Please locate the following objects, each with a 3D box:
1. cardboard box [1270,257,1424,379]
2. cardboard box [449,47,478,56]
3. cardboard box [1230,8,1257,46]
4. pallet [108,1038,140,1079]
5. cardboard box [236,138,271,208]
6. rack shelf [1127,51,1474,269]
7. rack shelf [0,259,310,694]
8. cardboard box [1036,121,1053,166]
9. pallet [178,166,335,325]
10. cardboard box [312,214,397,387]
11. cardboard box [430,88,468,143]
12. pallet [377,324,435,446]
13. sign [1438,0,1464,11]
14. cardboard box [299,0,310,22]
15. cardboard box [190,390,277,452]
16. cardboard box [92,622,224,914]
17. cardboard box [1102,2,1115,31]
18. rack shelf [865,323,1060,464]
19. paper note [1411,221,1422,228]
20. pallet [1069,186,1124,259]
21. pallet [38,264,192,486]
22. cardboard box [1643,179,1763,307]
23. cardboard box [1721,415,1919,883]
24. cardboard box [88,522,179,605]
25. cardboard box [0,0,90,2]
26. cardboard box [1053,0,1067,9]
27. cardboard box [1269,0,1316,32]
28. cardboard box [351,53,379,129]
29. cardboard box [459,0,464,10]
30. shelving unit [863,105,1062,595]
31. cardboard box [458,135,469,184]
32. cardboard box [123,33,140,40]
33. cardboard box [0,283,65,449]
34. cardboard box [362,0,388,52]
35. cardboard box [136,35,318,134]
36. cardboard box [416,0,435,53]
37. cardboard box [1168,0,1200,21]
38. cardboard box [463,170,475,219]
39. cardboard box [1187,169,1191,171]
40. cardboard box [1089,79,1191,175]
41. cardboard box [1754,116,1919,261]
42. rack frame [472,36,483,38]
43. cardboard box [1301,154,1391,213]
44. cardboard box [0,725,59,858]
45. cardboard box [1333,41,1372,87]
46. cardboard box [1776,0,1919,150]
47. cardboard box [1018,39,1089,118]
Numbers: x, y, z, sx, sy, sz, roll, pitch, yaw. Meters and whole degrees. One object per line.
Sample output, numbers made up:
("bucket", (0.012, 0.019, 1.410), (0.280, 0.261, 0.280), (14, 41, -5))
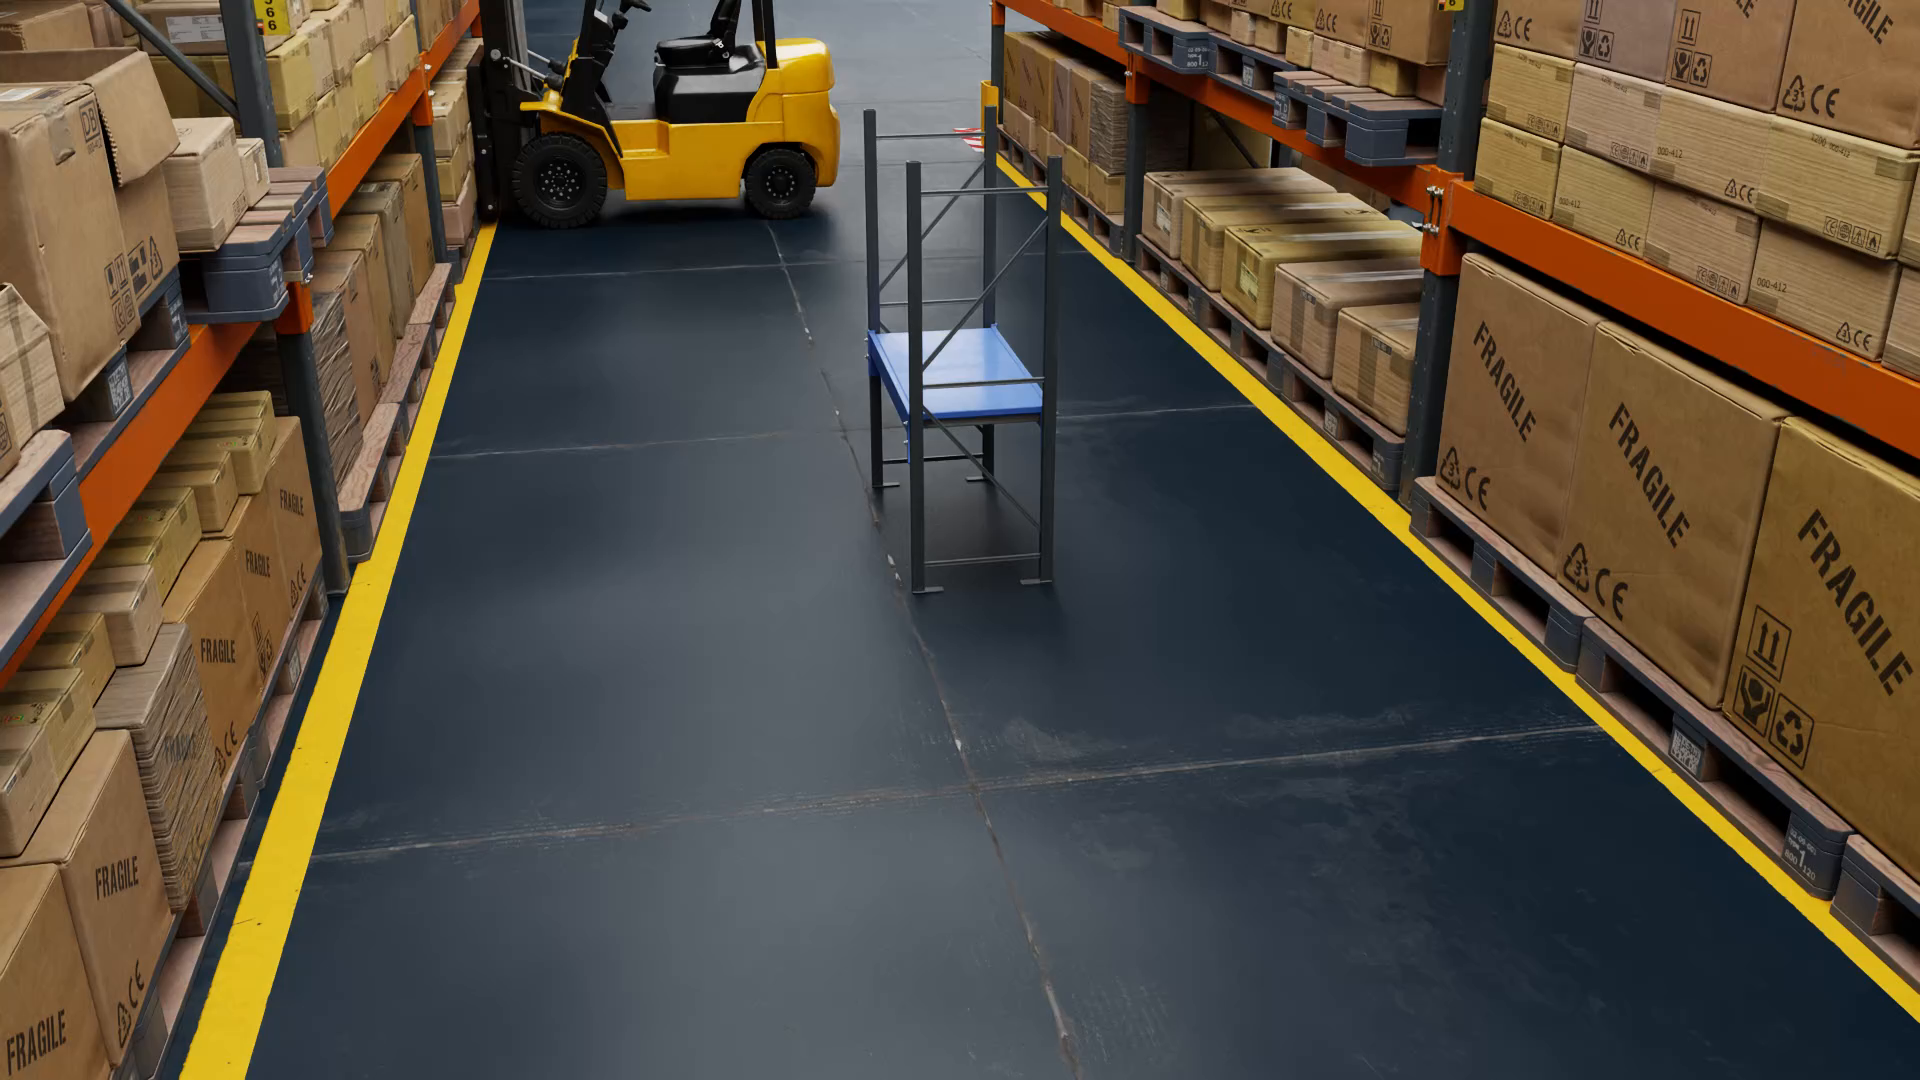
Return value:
("cardboard box", (1.995, -1.035, 7.630), (0.950, 0.372, 0.625), (-5, 24, -11))
("cardboard box", (-3.631, -3.344, 11.820), (0.500, 0.250, 0.500), (-4, 24, -9))
("cardboard box", (1.500, -2.429, 7.853), (0.380, 0.149, 0.250), (-3, 24, -8))
("pallet", (-2.091, 1.369, 2.852), (1.003, 0.211, 1.213), (-4, 24, -10))
("cardboard box", (-2.145, -1.012, 4.610), (0.380, 0.149, 0.250), (-4, 24, -9))
("rack shelf", (1.864, -1.991, 7.960), (1.077, 0.370, 4.000), (-4, 24, -10))
("rack shelf", (-2.273, -0.049, 3.513), (1.077, 0.370, 4.000), (-4, 24, -10))
("cardboard box", (0.833, -2.860, 11.962), (0.500, 0.250, 0.500), (-3, 24, -6))
("pallet", (-2.449, -0.816, 4.610), (1.213, 0.211, 1.003), (-4, 24, -10))
("cardboard box", (-2.998, -1.037, 7.319), (0.875, 0.625, 0.625), (-5, 24, -12))
("cardboard box", (-3.249, -2.544, 9.990), (0.500, 0.250, 0.500), (-4, 24, -10))
("pallet", (-2.979, -0.693, 7.573), (1.003, 0.211, 1.213), (-4, 24, -10))
("sign", (1.703, -1.984, 5.698), (0.100, 0.325, 0.005), (-4, 24, -10))
("cardboard box", (-2.597, -1.961, 6.058), (0.380, 0.149, 0.250), (-4, 24, -9))
("cardboard box", (-2.303, -0.334, 5.055), (0.380, 0.149, 0.250), (-5, 24, -12))
("cardboard box", (-2.058, 0.545, 3.854), (0.500, 0.500, 0.500), (-5, 24, -12))
("cardboard box", (1.083, -3.194, 10.128), (0.380, 0.149, 0.250), (-4, 24, -9))
("rack shelf", (-0.016, -0.556, 6.099), (0.538, 0.185, 1.000), (-4, 24, -10))
("paper note", (3.073, -2.081, 10.978), (0.148, 0.019, 0.142), (-4, 24, -10))
("pallet", (1.336, -2.091, 10.774), (1.003, 0.211, 1.213), (-4, 24, -10))
("pallet", (-2.279, -0.313, 3.458), (1.003, 0.211, 1.213), (-4, 24, -10))
("cardboard box", (2.281, -0.847, 4.628), (0.500, 0.250, 0.500), (-4, 24, -8))
("cardboard box", (2.606, 0.228, 4.110), (0.875, 0.875, 0.875), (-4, 24, -8))
("cardboard box", (-2.166, 0.083, 4.099), (0.380, 0.149, 0.250), (-5, 24, -11))
("cardboard box", (-3.060, -1.716, 5.496), (0.380, 0.149, 0.250), (-4, 24, -8))
("cardboard box", (0.843, -3.697, 11.281), (0.380, 0.149, 0.250), (-4, 24, -9))
("cardboard box", (1.676, -2.468, 7.131), (0.500, 0.500, 0.500), (-6, 24, -13))
("cardboard box", (-2.770, -1.893, 7.025), (0.500, 0.250, 0.500), (-4, 24, -8))
("cardboard box", (-3.591, -3.777, 11.026), (0.500, 0.500, 0.500), (-5, 24, -11))
("shelving unit", (-0.016, -0.721, 6.027), (0.538, 1.500, 1.048), (-4, 24, -10))
("cardboard box", (-3.264, -2.311, 10.080), (0.500, 0.250, 0.500), (-4, 24, -10))
("cardboard box", (-3.096, -1.683, 5.918), (0.500, 0.250, 0.500), (-4, 24, -9))
("cardboard box", (-1.783, -0.298, 2.827), (0.396, 0.266, 0.258), (-3, 24, -7))
("cardboard box", (-2.850, -2.321, 7.380), (0.500, 0.250, 0.500), (-4, 24, -9))
("cardboard box", (-2.461, -1.520, 5.545), (0.500, 0.250, 0.500), (-4, 24, -10))
("cardboard box", (-3.208, -2.978, 9.196), (0.500, 0.500, 0.500), (-5, 24, -11))
("cardboard box", (1.324, -2.845, 8.805), (0.380, 0.149, 0.250), (-4, 24, -9))
("cardboard box", (-3.256, -2.084, 10.185), (0.500, 0.250, 0.500), (-5, 24, -11))
("cardboard box", (1.651, -2.292, 10.660), (0.500, 0.250, 0.500), (-5, 24, -12))
("cardboard box", (1.121, -2.596, 10.420), (0.500, 0.500, 0.500), (-5, 24, -10))
("cardboard box", (2.341, -0.876, 4.071), (0.500, 0.250, 0.500), (-4, 24, -9))
("rack frame", (-4.122, -4.312, 12.375), (1.000, 3.000, 0.127), (-4, 24, -10))
("cardboard box", (2.634, -2.485, 11.312), (0.500, 0.500, 0.500), (13, 27, 27))
("cardboard box", (-1.968, 0.492, 3.164), (0.380, 0.149, 0.250), (-4, 24, -10))
("cardboard box", (1.731, -1.919, 6.685), (0.380, 0.149, 0.250), (-5, 24, -10))
("cardboard box", (2.357, -1.228, 3.940), (0.500, 0.500, 0.500), (-4, 24, -9))
("cardboard box", (0.738, -3.404, 12.271), (0.500, 0.500, 0.500), (-5, 24, -12))
